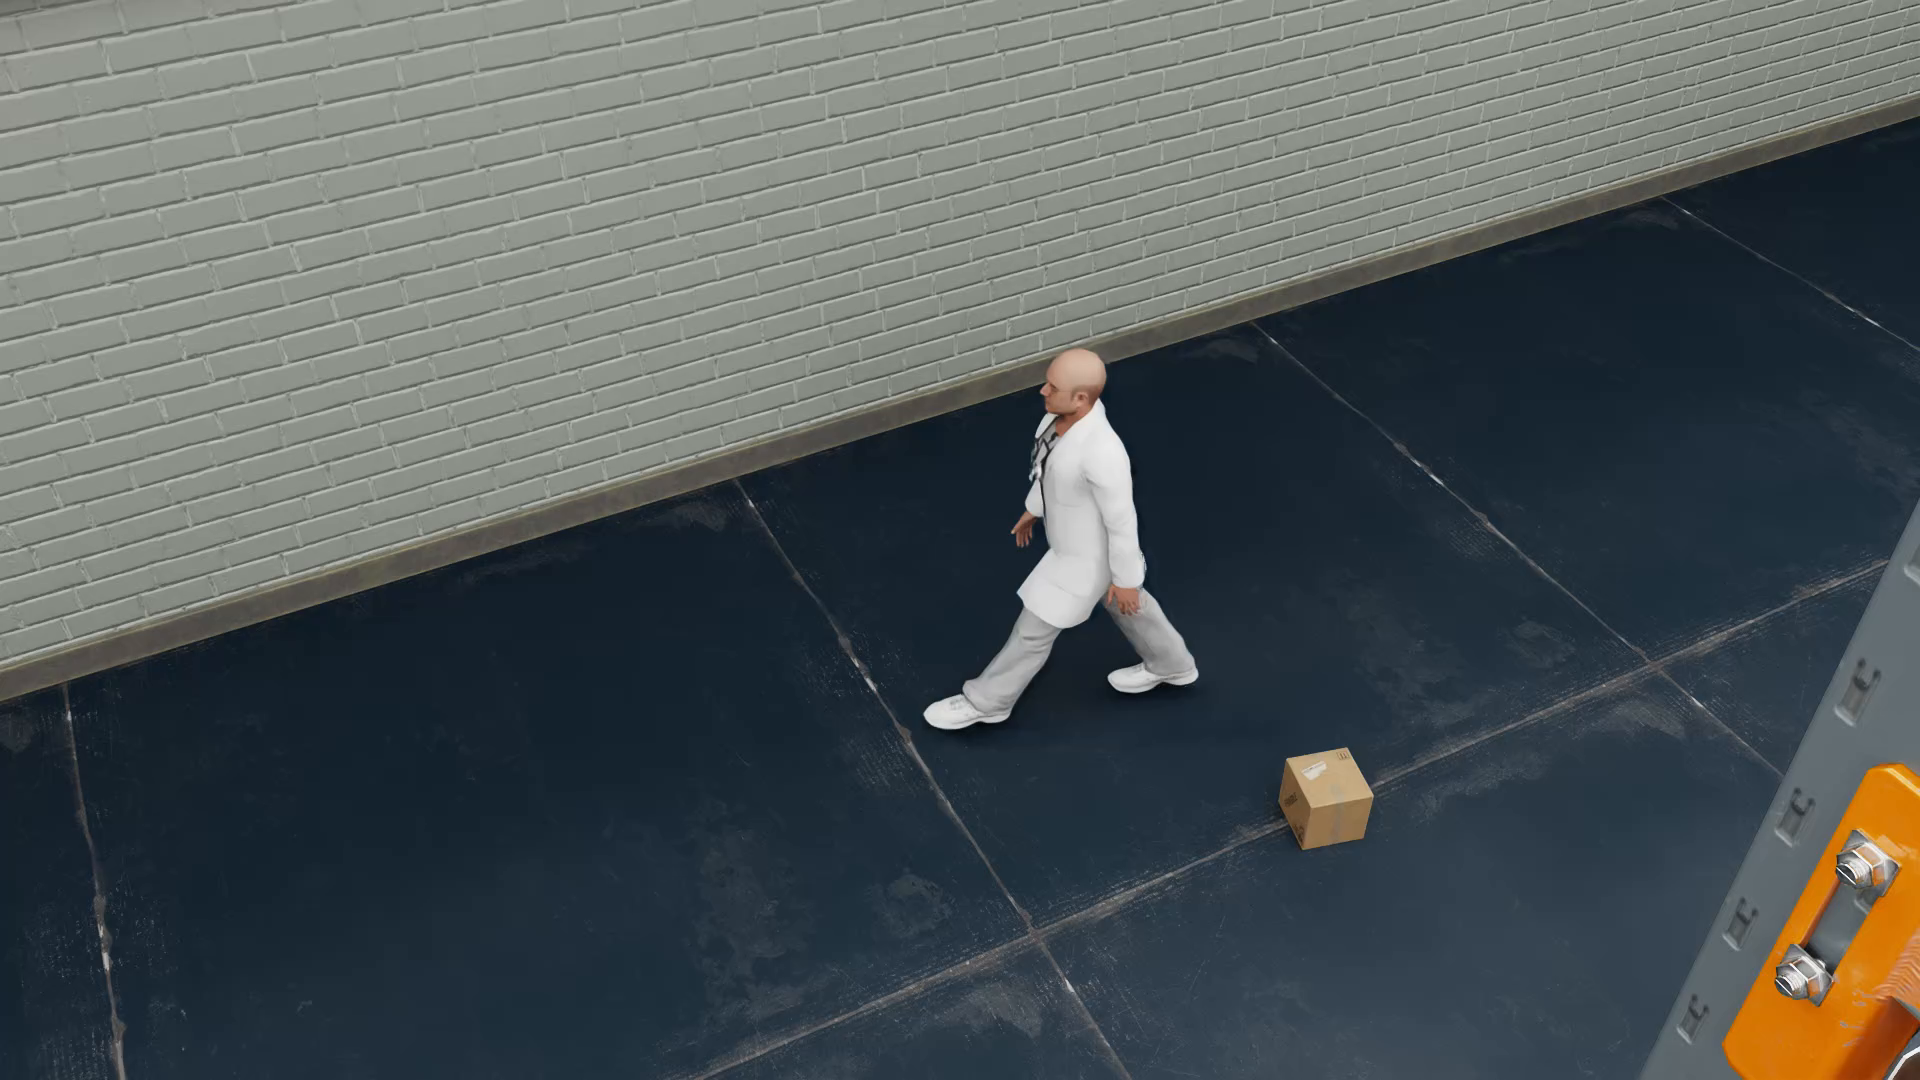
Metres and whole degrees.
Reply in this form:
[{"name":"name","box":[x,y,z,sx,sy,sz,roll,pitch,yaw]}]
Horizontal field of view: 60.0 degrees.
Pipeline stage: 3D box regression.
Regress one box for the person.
[{"name":"person","box":[0.416,-0.001,6.304,1.151,1.711,0.597,-3,41,-4]}]
